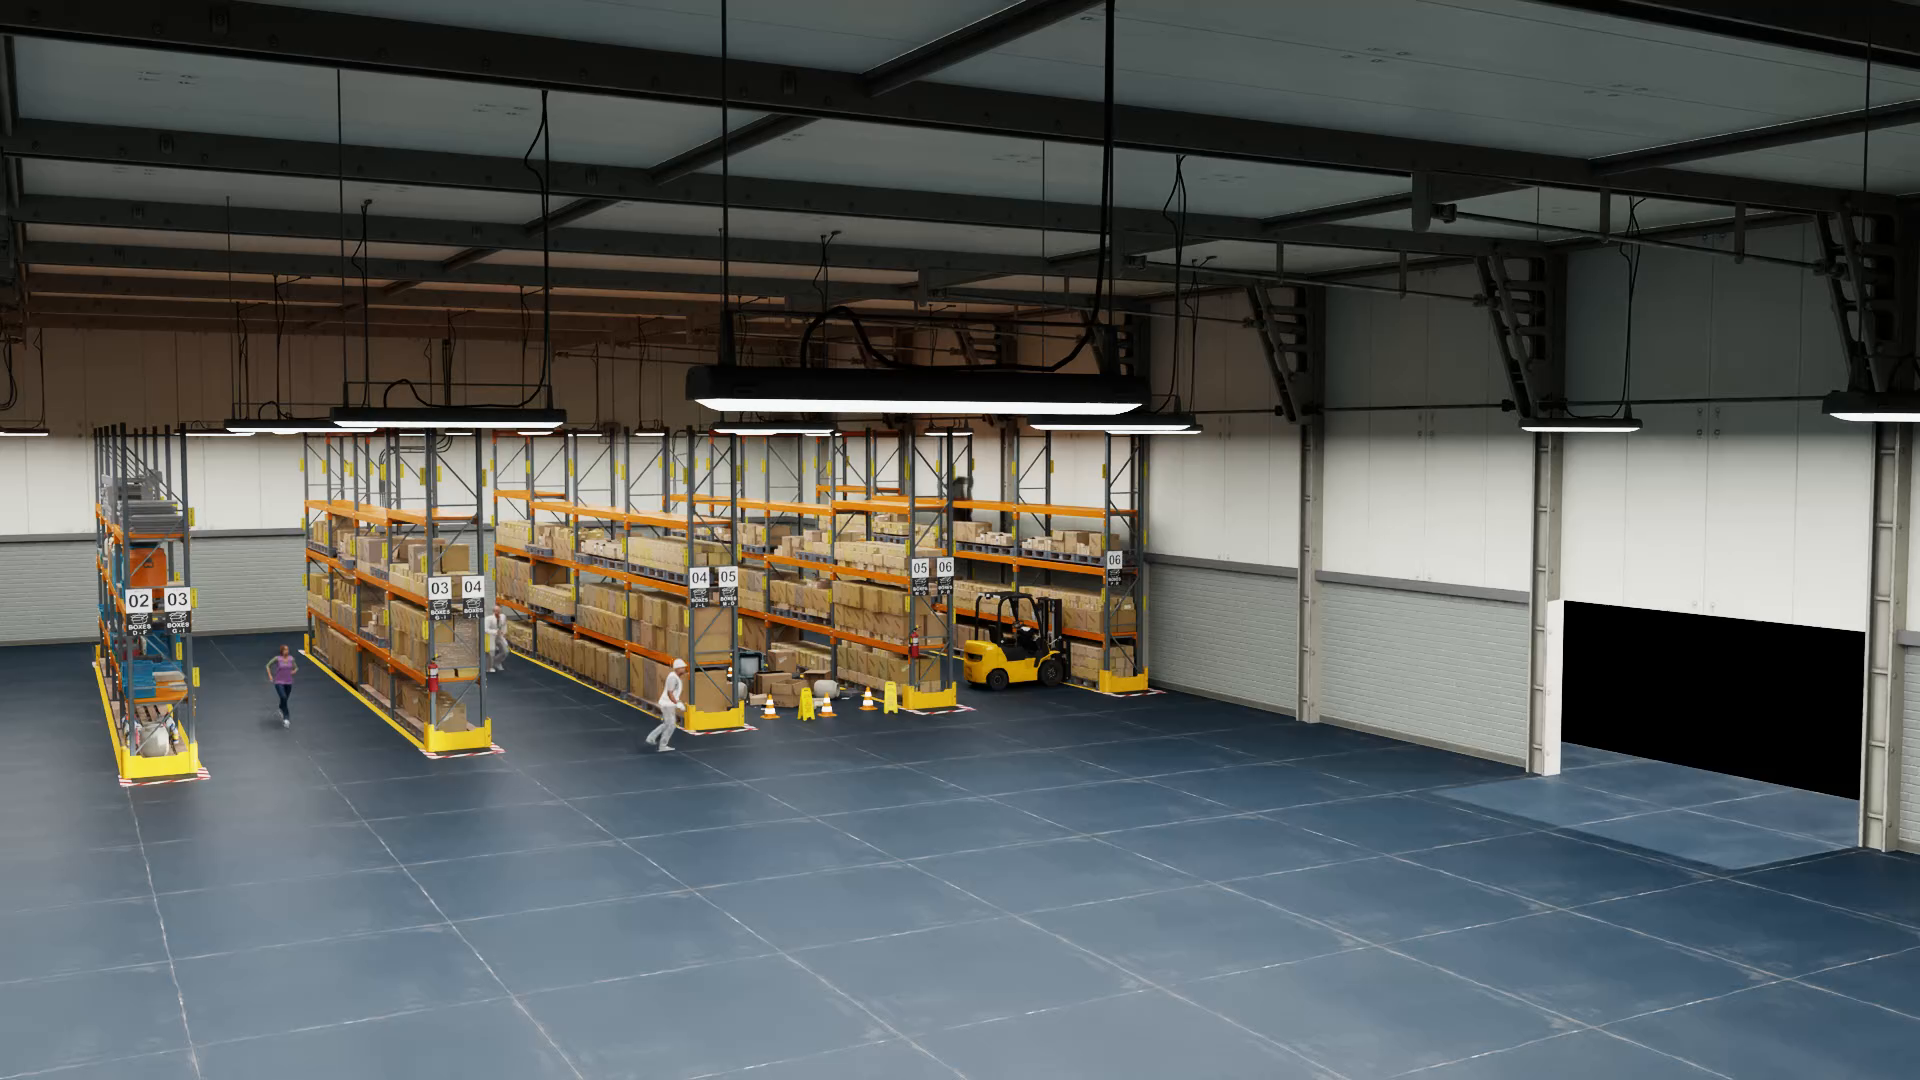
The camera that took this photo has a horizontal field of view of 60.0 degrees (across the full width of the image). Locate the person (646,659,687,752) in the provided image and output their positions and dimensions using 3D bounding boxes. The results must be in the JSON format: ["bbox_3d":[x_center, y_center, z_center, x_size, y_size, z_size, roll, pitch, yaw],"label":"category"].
[{"bbox_3d":[-5.369,3.027,30.426,0.789,1.709,0.657,0,3,-5],"label":"person"}]

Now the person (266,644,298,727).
[{"bbox_3d":[-13.609,2.899,33.395,0.571,1.618,0.869,-3,5,-41],"label":"person"}]

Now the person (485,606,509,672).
[{"bbox_3d":[-11.304,2.424,40.578,0.716,1.671,0.923,-3,5,-42],"label":"person"}]
